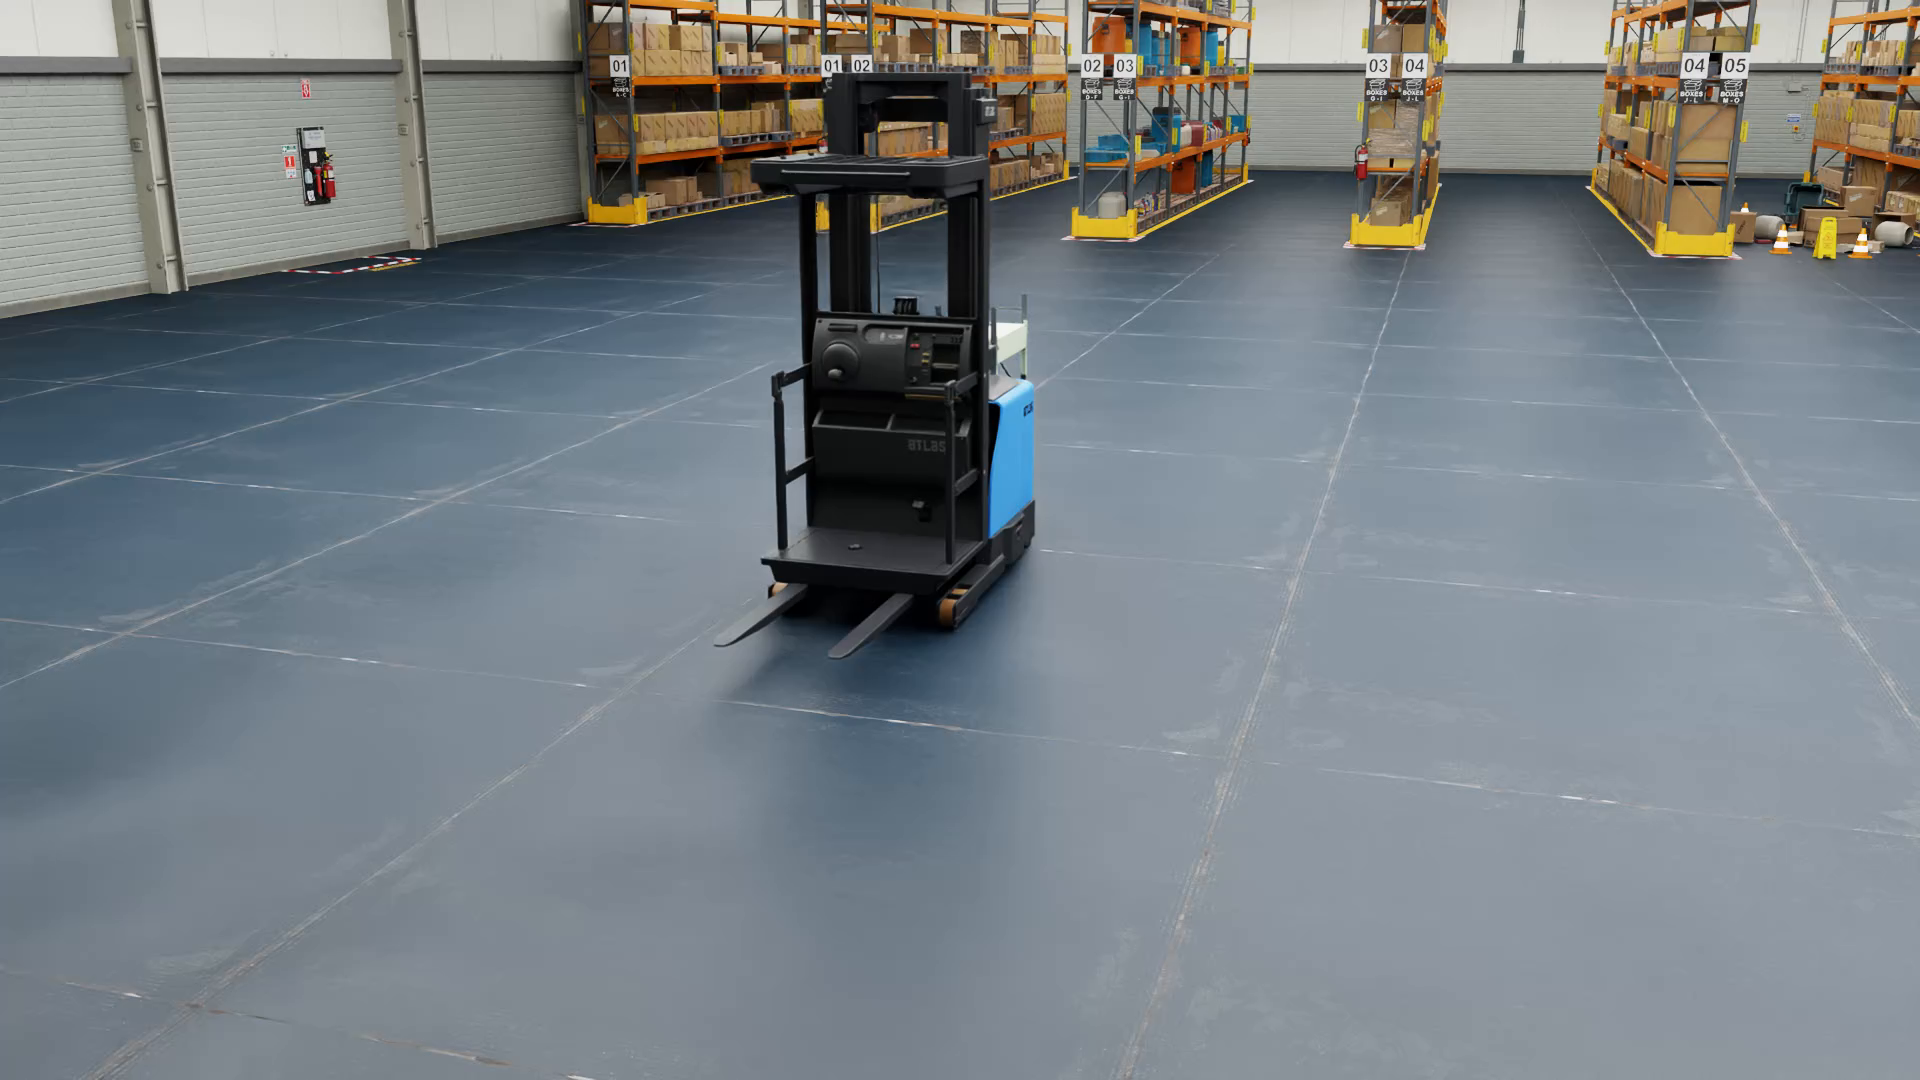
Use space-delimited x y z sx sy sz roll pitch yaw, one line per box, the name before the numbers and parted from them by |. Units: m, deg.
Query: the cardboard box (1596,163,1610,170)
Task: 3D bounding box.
cardboard box | 16.206 -9.380 41.768 0.380 0.149 0.250 4 16 13

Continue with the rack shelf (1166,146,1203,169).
rack shelf | 2.048 -8.394 36.246 5.907 0.370 4.000 5 16 16

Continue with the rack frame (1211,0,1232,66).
rack frame | 6.068 -13.009 40.203 1.000 3.000 0.127 5 16 16

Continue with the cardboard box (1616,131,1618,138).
cardboard box | 14.252 -8.659 35.552 0.380 0.149 0.250 5 17 17

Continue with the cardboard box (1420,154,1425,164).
cardboard box | 8.236 -6.919 30.188 0.380 0.149 0.250 5 16 16

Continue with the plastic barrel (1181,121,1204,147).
plastic barrel | 5.090 -8.997 36.803 0.600 0.536 0.708 5 16 16

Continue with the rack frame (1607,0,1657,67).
rack frame | 16.681 -13.260 41.089 1.000 3.000 0.127 5 16 16

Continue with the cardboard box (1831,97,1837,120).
cardboard box | 20.626 -10.041 38.717 0.500 0.500 0.500 5 17 16

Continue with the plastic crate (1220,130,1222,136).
plastic crate | 6.338 -10.136 41.440 0.396 0.136 0.243 5 16 16

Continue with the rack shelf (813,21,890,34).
rack shelf | 11.385 -12.150 40.977 30.796 1.325 4.000 5 16 16

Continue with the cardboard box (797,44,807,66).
cardboard box | -4.214 -11.965 41.031 0.700 0.500 0.500 6 17 19

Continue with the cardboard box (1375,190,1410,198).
cardboard box | 8.236 -6.393 31.684 0.500 0.500 0.500 11 19 33

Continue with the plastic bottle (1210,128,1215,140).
plastic bottle | 6.019 -9.708 39.785 0.152 0.276 0.135 5 16 16

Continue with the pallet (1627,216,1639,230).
pallet | 13.417 -6.101 31.952 1.003 0.211 1.213 5 16 16

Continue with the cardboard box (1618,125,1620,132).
cardboard box | 14.185 -8.740 35.292 0.380 0.149 0.250 5 17 18

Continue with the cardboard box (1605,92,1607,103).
cardboard box | 16.161 -10.817 40.908 0.500 0.500 0.500 5 17 17

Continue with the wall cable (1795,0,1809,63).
wall cable | 22.802 -14.413 45.153 0.463 3.000 0.029 5 16 16

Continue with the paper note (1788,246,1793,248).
paper note | 14.195 -5.027 28.499 0.144 0.017 0.142 11 19 35

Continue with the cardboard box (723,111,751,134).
cardboard box | -5.203 -9.509 37.867 0.700 0.500 0.500 7 17 24

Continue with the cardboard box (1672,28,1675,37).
cardboard box | 12.194 -8.524 27.934 0.380 0.149 0.250 5 17 16

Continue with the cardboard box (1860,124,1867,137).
cardboard box | 19.633 -8.777 35.635 0.500 0.250 0.500 5 17 17

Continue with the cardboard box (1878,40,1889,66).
cardboard box | 19.405 -10.101 34.493 0.500 0.500 0.500 5 17 16

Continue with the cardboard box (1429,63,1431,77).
cardboard box | 8.220 -8.478 29.999 0.500 0.250 0.500 5 17 18

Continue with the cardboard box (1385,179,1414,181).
cardboard box | 9.209 -7.230 34.596 0.700 0.500 0.500 6 17 21

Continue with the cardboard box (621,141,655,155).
cardboard box | -6.397 -7.792 33.043 0.500 0.250 0.500 4 16 14

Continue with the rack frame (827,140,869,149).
rack frame | -2.093 -7.369 31.312 0.949 2.616 0.053 5 16 16

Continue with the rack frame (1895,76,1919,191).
rack frame | 19.185 -7.924 33.268 0.949 2.616 0.053 5 16 16

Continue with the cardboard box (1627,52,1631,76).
cardboard box | 14.601 -10.204 35.627 0.500 0.500 0.500 5 16 16

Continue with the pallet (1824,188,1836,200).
pallet | 20.954 -8.142 39.148 1.003 0.211 1.213 5 16 16

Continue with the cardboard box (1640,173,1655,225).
cardboard box | 13.025 -6.255 30.511 0.875 0.875 0.875 5 17 17

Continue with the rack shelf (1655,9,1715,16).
rack shelf | 13.839 -10.200 31.991 0.919 0.124 3.809 5 16 16

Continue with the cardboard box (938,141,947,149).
cardboard box | -0.505 -8.510 35.796 0.380 0.149 0.250 5 16 16

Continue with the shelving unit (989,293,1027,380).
shelving unit | 0.150 -0.852 11.085 0.431 1.500 0.748 5 17 17

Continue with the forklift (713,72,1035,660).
forklift | -0.446 -1.046 9.147 1.130 2.935 3.031 5 17 17

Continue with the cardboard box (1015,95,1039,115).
cardboard box | 1.724 -11.139 42.587 0.500 0.500 0.500 5 17 17

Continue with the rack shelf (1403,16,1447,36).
rack shelf | 11.385 -12.610 40.846 1.077 0.370 4.000 5 16 16

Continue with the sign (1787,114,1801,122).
sign | 23.006 -11.644 45.888 0.327 0.218 0.001 5 16 16

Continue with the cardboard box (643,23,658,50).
cardboard box | -6.307 -9.943 32.837 0.500 0.500 0.500 4 16 15

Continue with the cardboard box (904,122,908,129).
cardboard box | -1.260 -8.286 33.172 0.380 0.149 0.250 5 17 18

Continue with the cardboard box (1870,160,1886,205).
cardboard box | 19.715 -7.511 34.937 0.875 0.875 0.875 5 17 17

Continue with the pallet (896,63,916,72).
pallet | -1.519 -9.272 32.688 1.003 0.211 1.213 5 16 16

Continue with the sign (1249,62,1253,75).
sign | 7.737 -12.524 44.181 0.100 0.325 0.005 5 16 16

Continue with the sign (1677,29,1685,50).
sign | 11.617 -8.065 26.792 0.100 0.325 0.005 5 16 16

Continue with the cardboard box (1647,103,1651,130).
cardboard box | 13.839 -8.293 32.555 0.700 0.500 0.500 4 16 15

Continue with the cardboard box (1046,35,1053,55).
cardboard box | 2.064 -13.128 44.103 0.700 0.500 0.500 5 16 16

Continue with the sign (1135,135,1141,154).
sign | 3.184 -7.073 29.761 0.100 0.325 0.005 5 16 16

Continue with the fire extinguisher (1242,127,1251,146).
fire extinguisher | 7.684 -10.957 44.788 0.296 0.674 0.183 5 16 16

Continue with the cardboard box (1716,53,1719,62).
cardboard box | 12.682 -7.958 27.398 0.380 0.149 0.250 5 16 16

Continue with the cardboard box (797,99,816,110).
cardboard box | -3.900 -10.777 41.188 0.500 0.250 0.500 5 17 16

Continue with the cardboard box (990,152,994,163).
cardboard box | 0.523 -9.377 40.793 0.500 0.250 0.500 4 16 15
